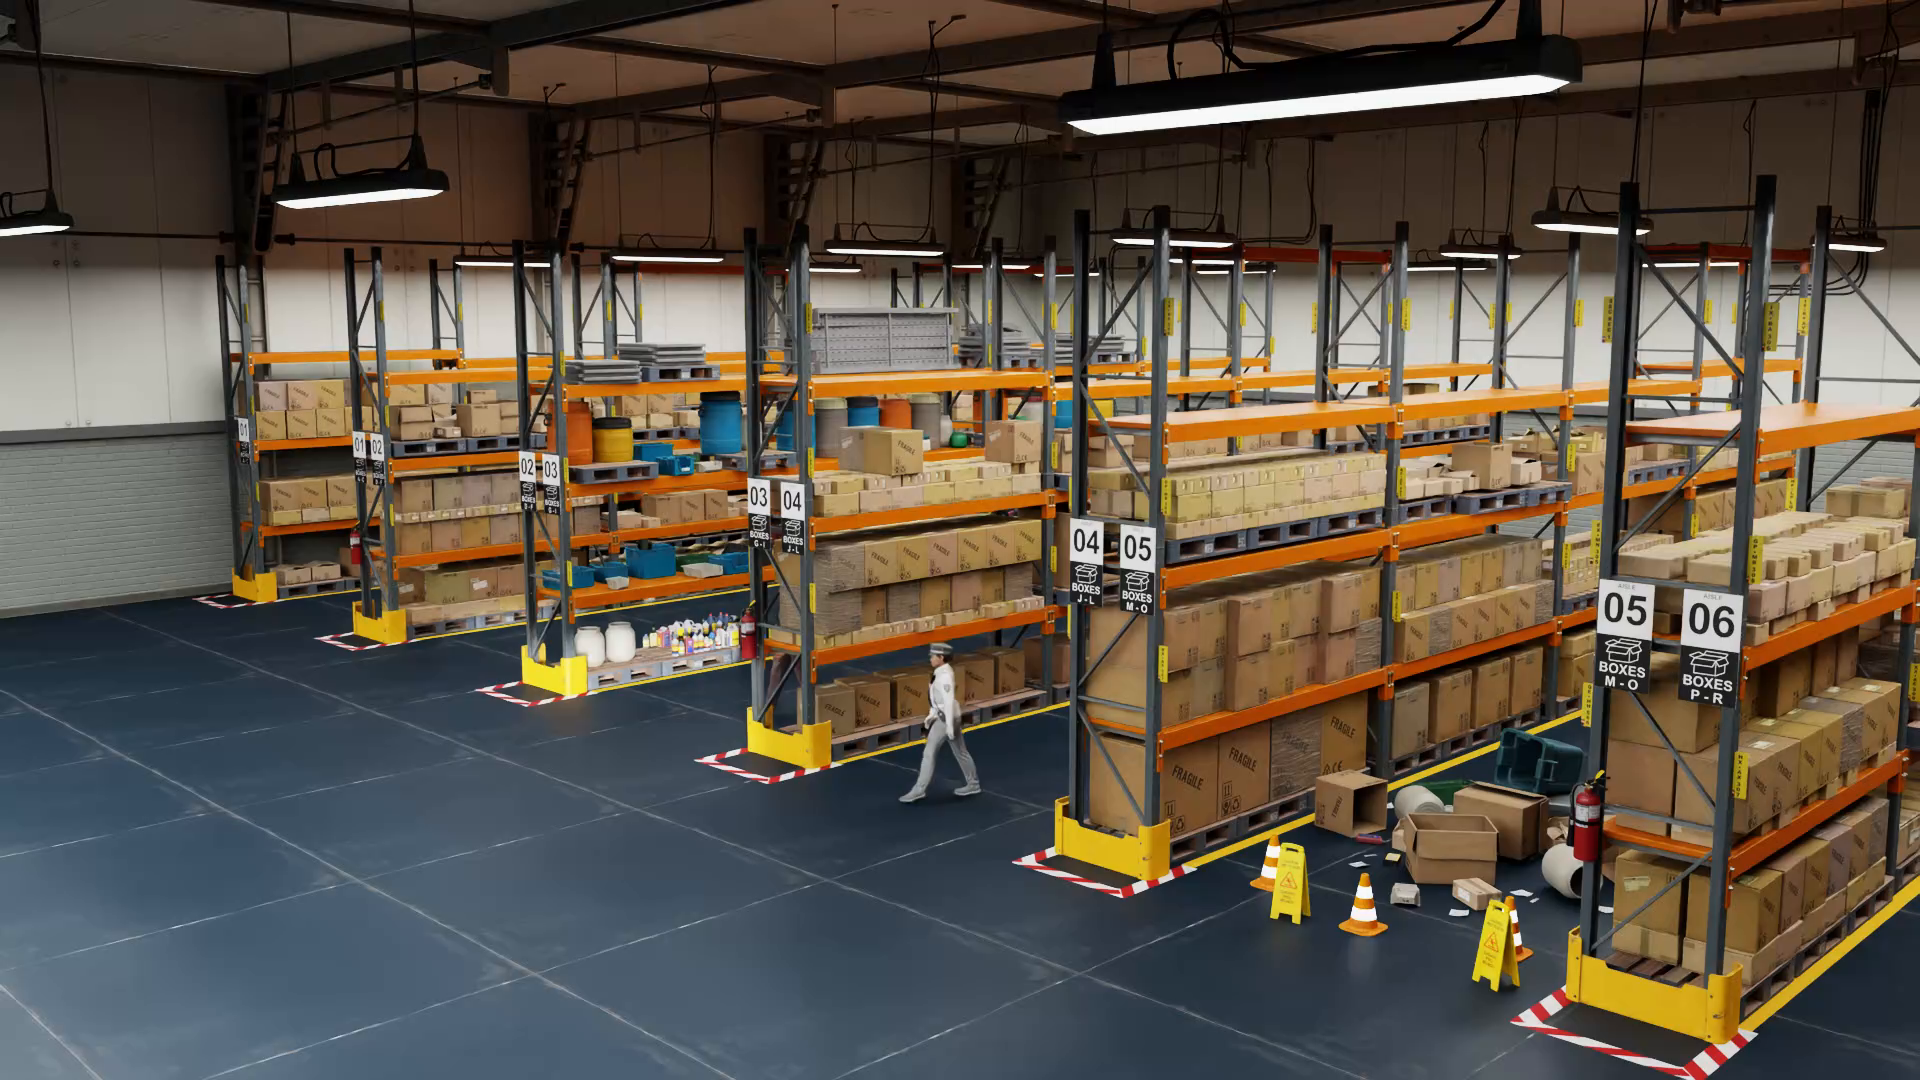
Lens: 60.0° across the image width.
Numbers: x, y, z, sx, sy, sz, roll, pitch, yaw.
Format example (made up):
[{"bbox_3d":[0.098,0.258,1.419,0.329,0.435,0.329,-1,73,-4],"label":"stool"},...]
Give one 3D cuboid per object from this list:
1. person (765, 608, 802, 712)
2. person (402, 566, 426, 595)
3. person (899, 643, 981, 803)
[{"bbox_3d":[-2.197,1.351,20.935,0.908,1.685,0.565,-5,9,-30],"label":"person"},{"bbox_3d":[-9.222,0.345,27.956,0.628,1.767,0.689,5,10,32],"label":"person"},{"bbox_3d":[-0.197,1.889,17.411,0.832,1.652,0.512,1,8,7],"label":"person"}]
